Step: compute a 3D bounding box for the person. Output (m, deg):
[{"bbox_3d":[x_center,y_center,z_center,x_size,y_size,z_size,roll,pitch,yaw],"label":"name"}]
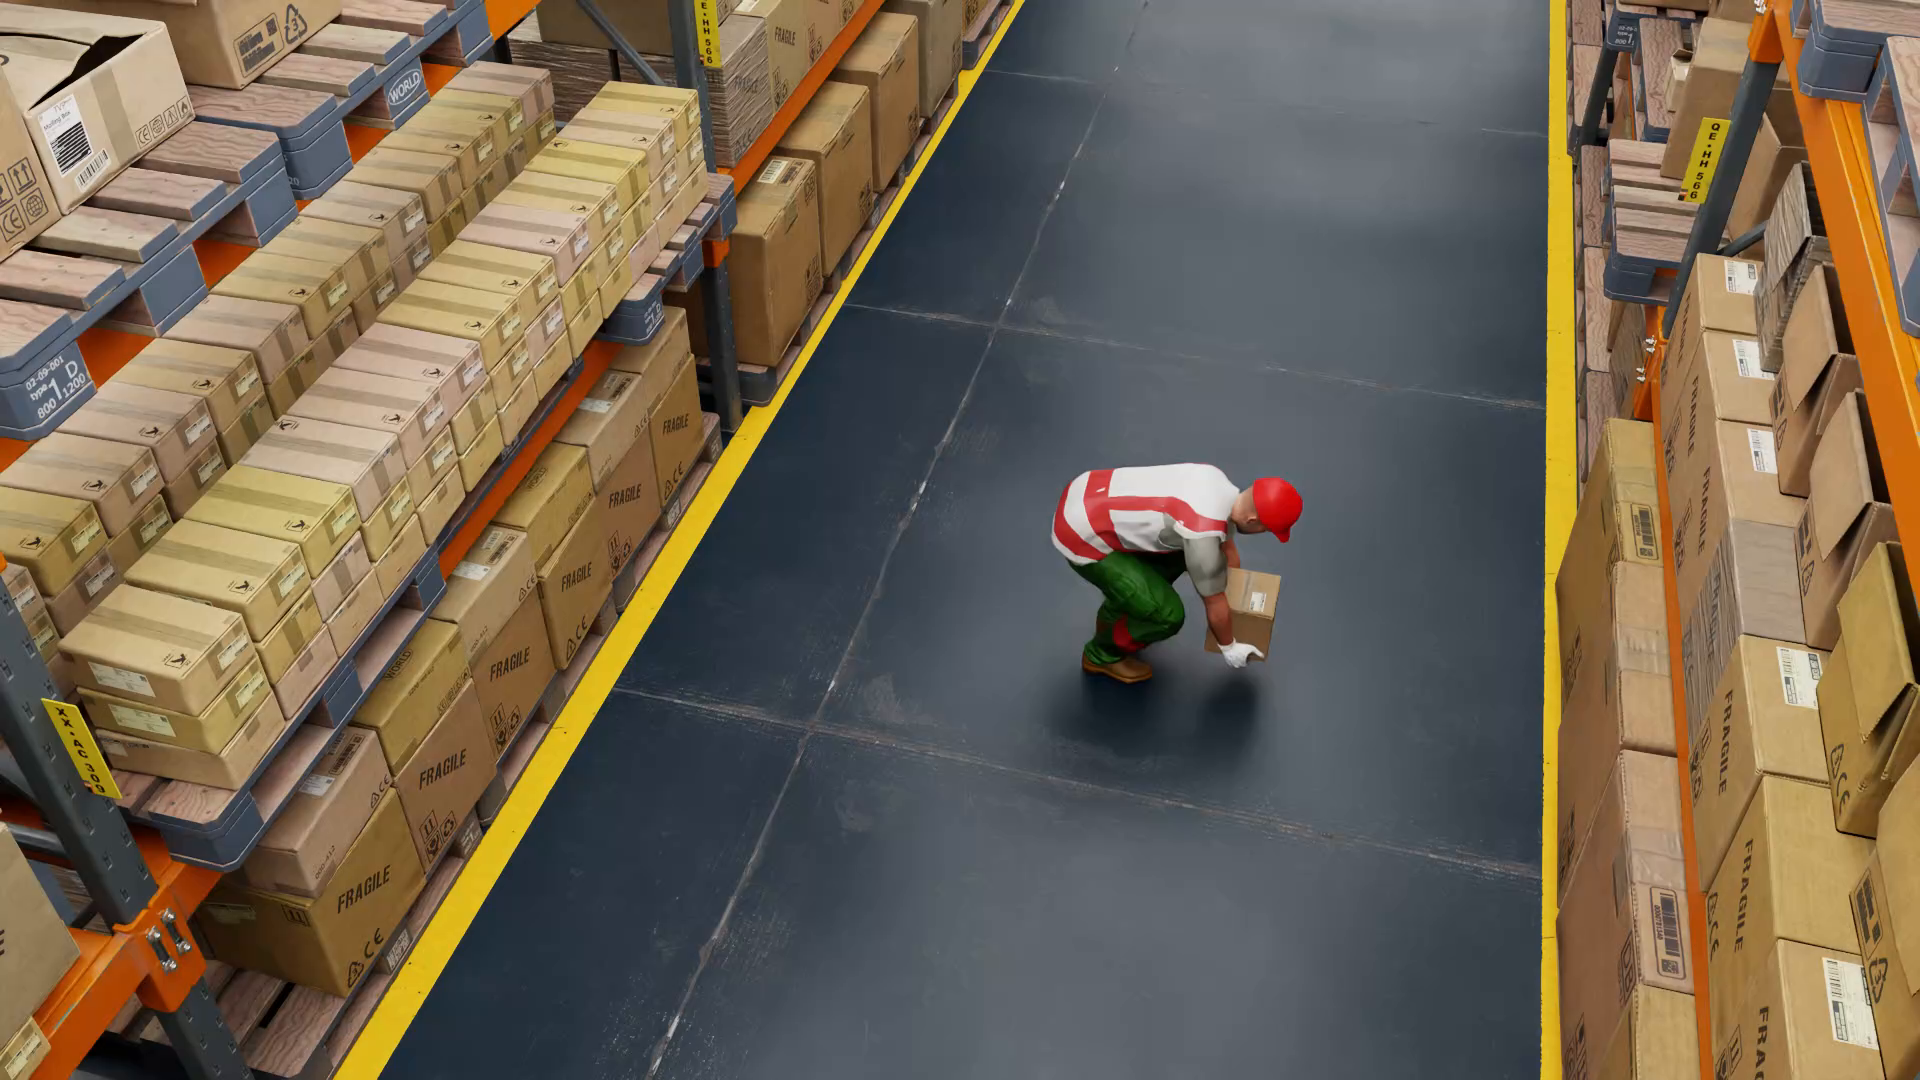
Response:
[{"bbox_3d":[0.834,0.113,6.626,0.946,0.985,0.535,8,41,10],"label":"person"}]
